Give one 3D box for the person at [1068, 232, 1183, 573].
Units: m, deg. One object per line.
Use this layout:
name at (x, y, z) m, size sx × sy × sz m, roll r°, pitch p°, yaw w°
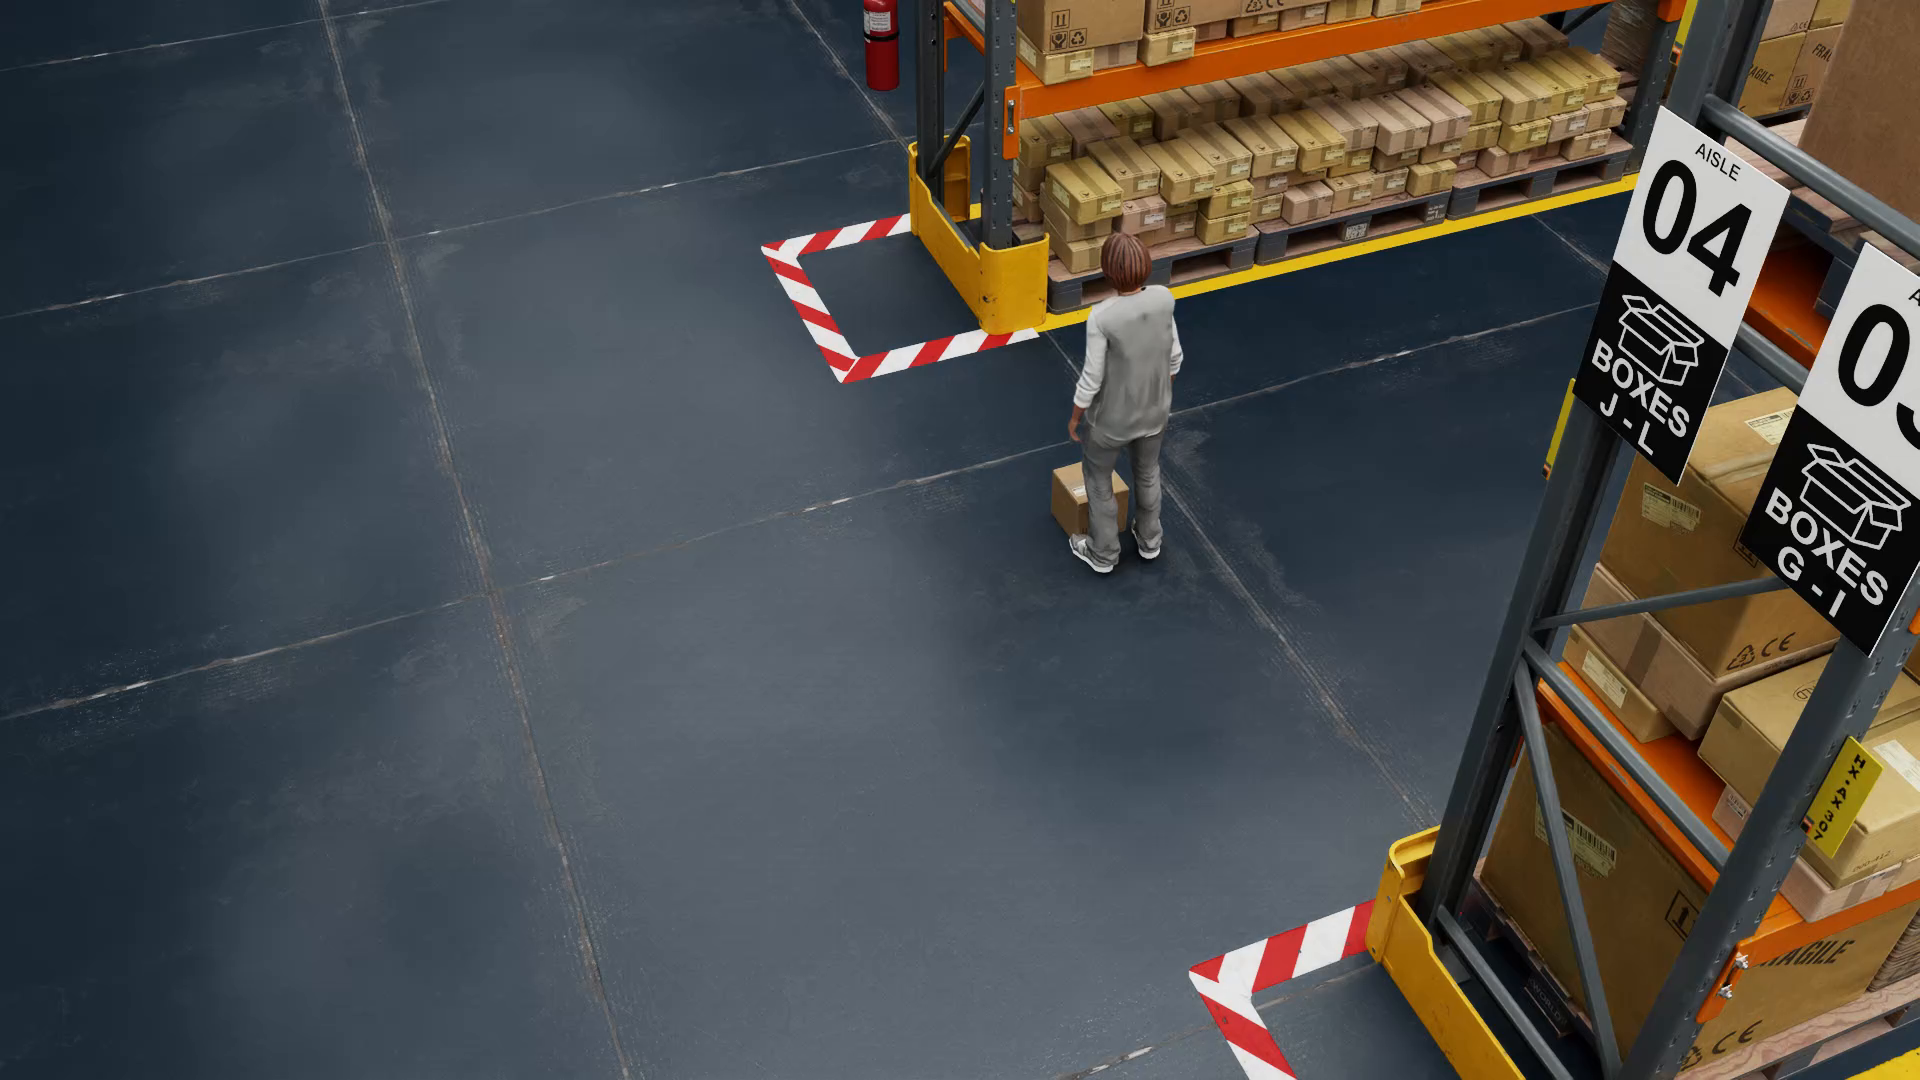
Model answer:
person at (0.670, -0.520, 6.739) m, size 0.483 × 1.594 × 0.340 m, roll -18°, pitch 45°, yaw -18°
